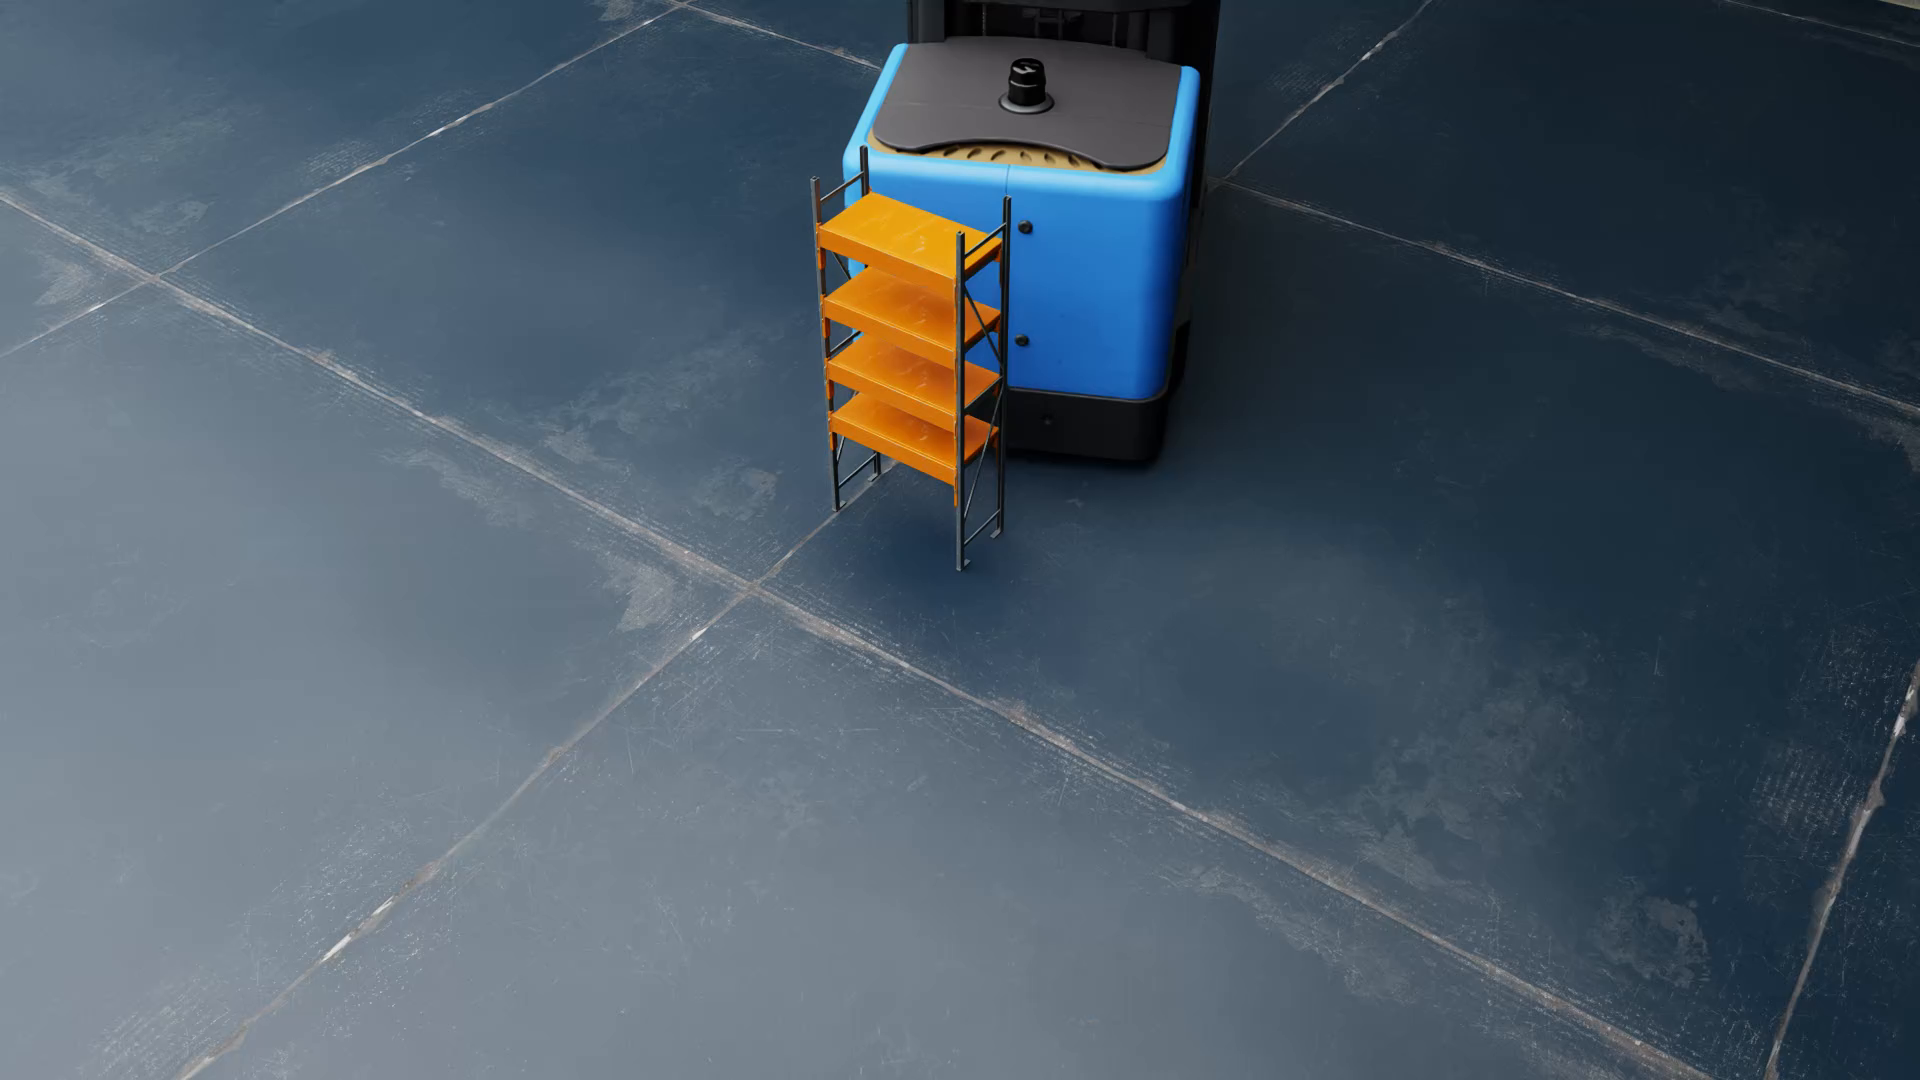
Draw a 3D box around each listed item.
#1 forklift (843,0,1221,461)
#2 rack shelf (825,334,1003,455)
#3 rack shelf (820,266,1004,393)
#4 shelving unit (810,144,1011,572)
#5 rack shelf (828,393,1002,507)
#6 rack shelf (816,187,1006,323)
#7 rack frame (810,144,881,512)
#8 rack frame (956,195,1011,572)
[{"bbox_3d":[0.399,-2.341,5.668,1.130,2.935,3.031,7,42,7],"label":"forklift"},{"bbox_3d":[-0.136,-0.460,4.966,0.480,0.148,0.258,25,48,25],"label":"rack shelf"},{"bbox_3d":[-0.136,-0.627,4.816,0.480,0.148,0.258,25,48,25],"label":"rack shelf"},{"bbox_3d":[-0.136,-0.511,4.921,0.503,1.200,0.258,25,48,25],"label":"shelving unit"},{"bbox_3d":[-0.136,-0.312,5.098,0.480,0.148,0.258,25,48,25],"label":"rack shelf"},{"bbox_3d":[-0.136,-0.803,4.659,0.480,0.148,0.258,25,48,25],"label":"rack shelf"},{"bbox_3d":[-0.335,-0.604,5.025,0.015,1.200,0.240,25,48,25],"label":"rack frame"},{"bbox_3d":[0.064,-0.417,4.816,0.015,1.200,0.240,25,48,25],"label":"rack frame"}]
